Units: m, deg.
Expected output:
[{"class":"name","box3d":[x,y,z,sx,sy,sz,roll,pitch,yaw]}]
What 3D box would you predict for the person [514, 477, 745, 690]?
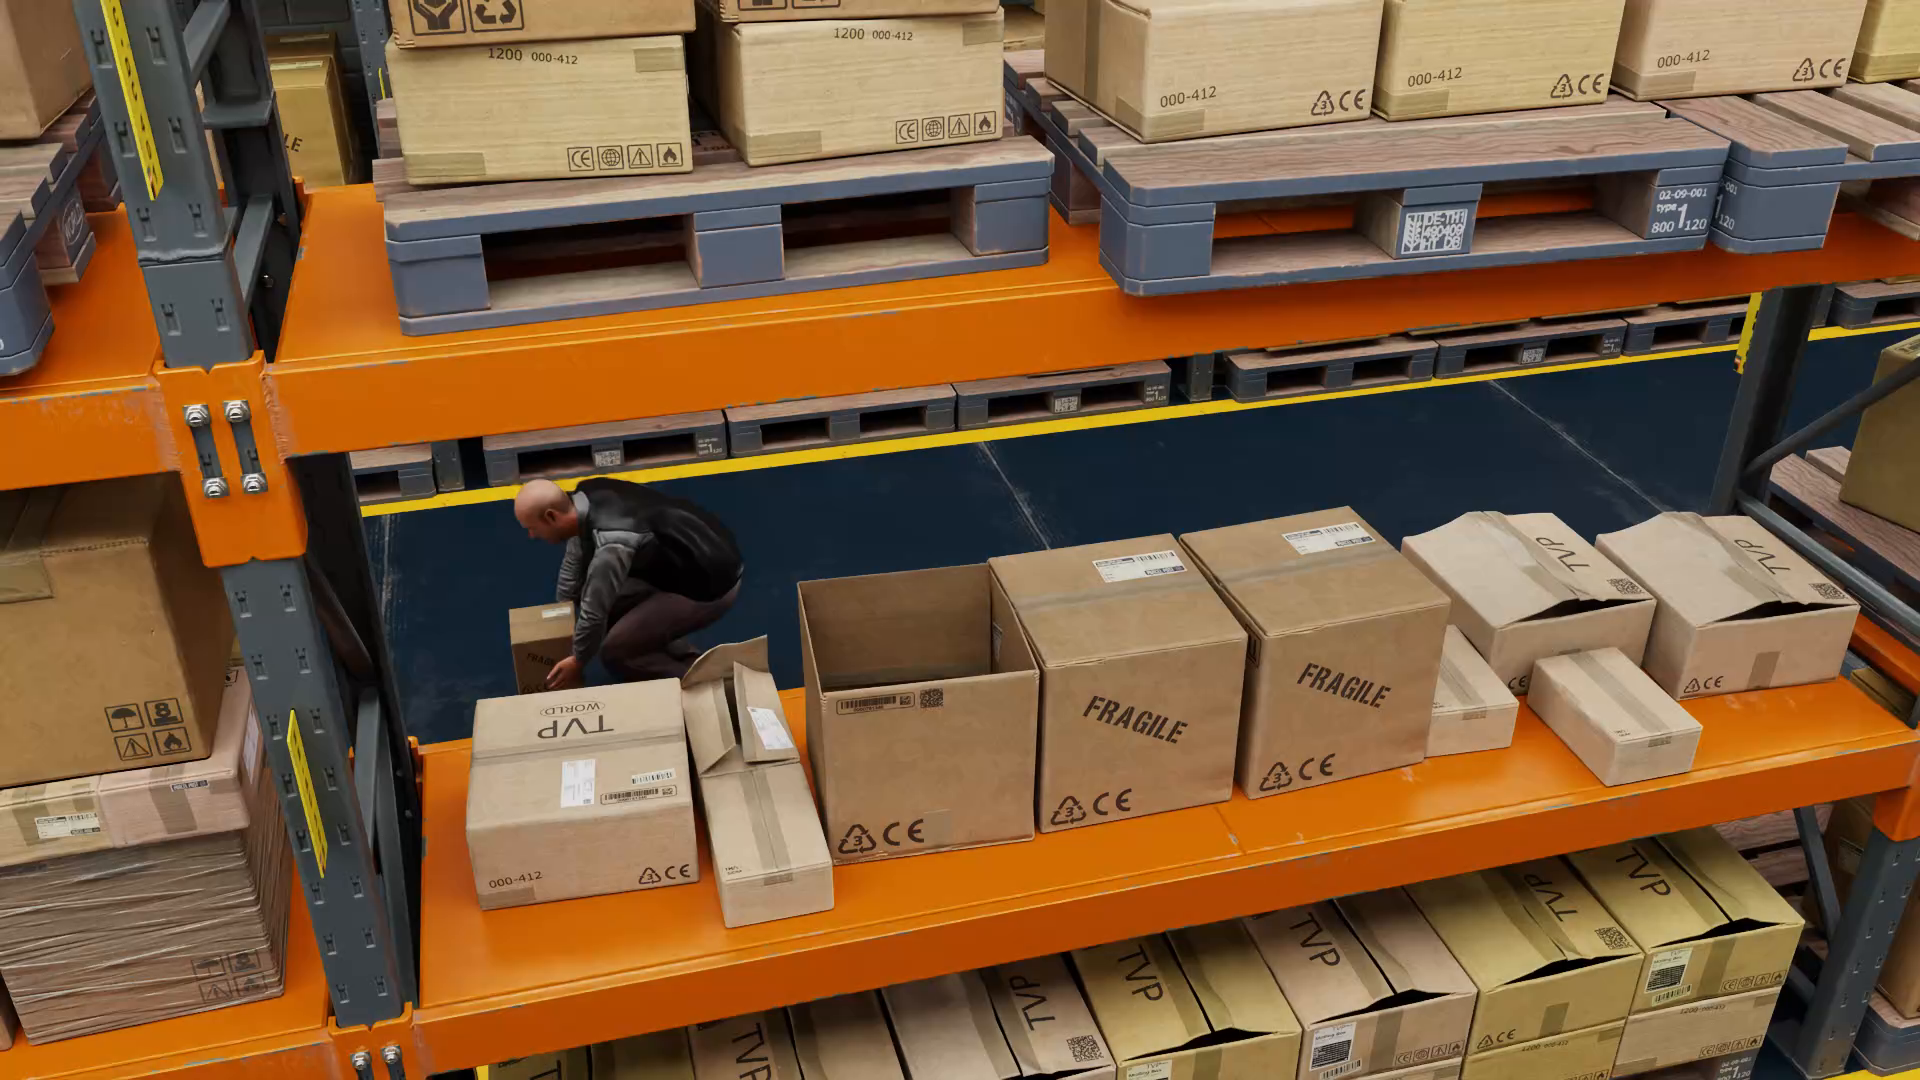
[{"class":"person","box3d":[-1.248,0.202,6.448,0.827,1.083,0.560,-8,31,-13]}]
